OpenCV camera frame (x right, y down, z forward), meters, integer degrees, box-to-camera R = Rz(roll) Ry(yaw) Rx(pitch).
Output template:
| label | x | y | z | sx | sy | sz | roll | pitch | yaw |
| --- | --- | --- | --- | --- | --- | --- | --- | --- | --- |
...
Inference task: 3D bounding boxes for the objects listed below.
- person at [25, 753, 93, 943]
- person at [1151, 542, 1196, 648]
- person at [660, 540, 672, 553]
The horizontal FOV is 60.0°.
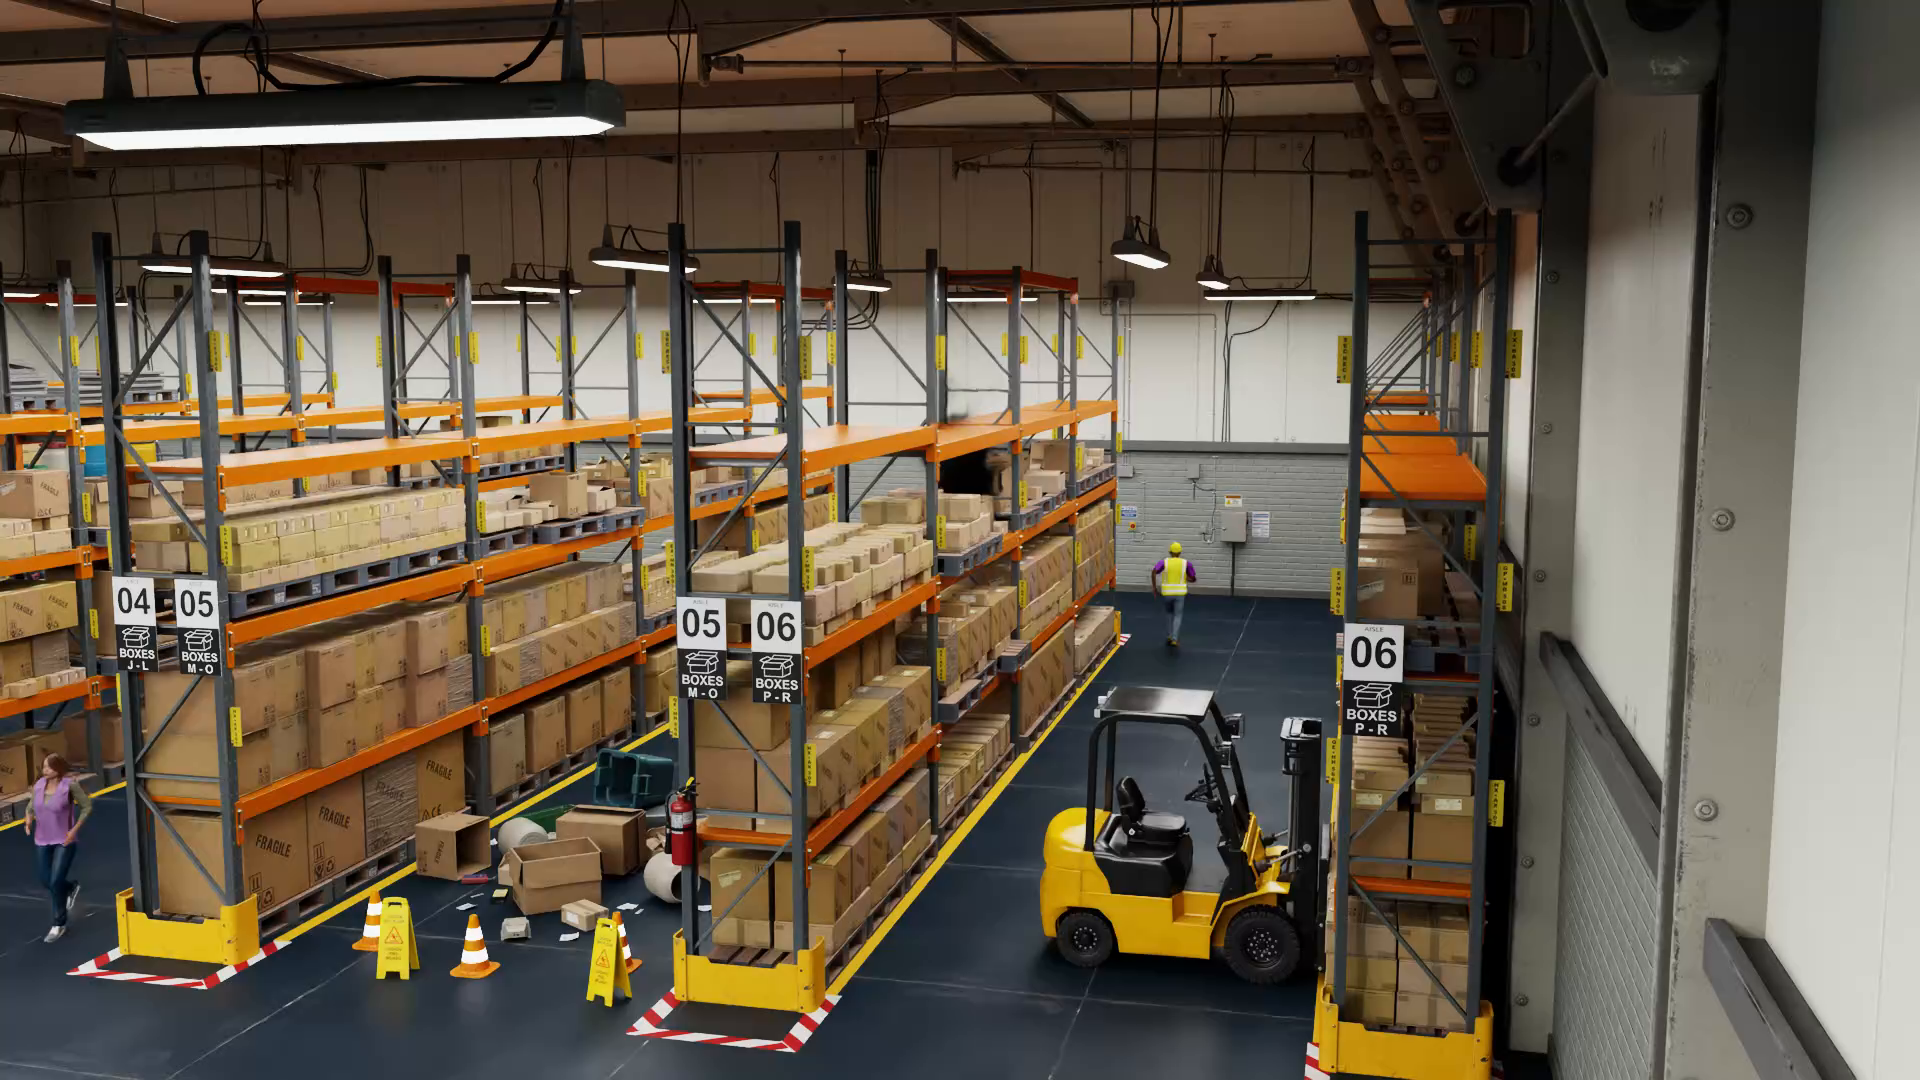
| label | x | y | z | sx | sy | sz | roll | pitch | yaw |
| --- | --- | --- | --- | --- | --- | --- | --- | --- | --- |
| person | -7.856 | 2.637 | 14.508 | 0.548 | 1.603 | 0.669 | 0 | 7 | 1 |
| person | 3.550 | 0.933 | 27.583 | 0.715 | 1.787 | 0.873 | 2 | 7 | 15 |
| person | -4.890 | 0.896 | 27.870 | 0.657 | 1.827 | 0.774 | 1 | 7 | 11 |
